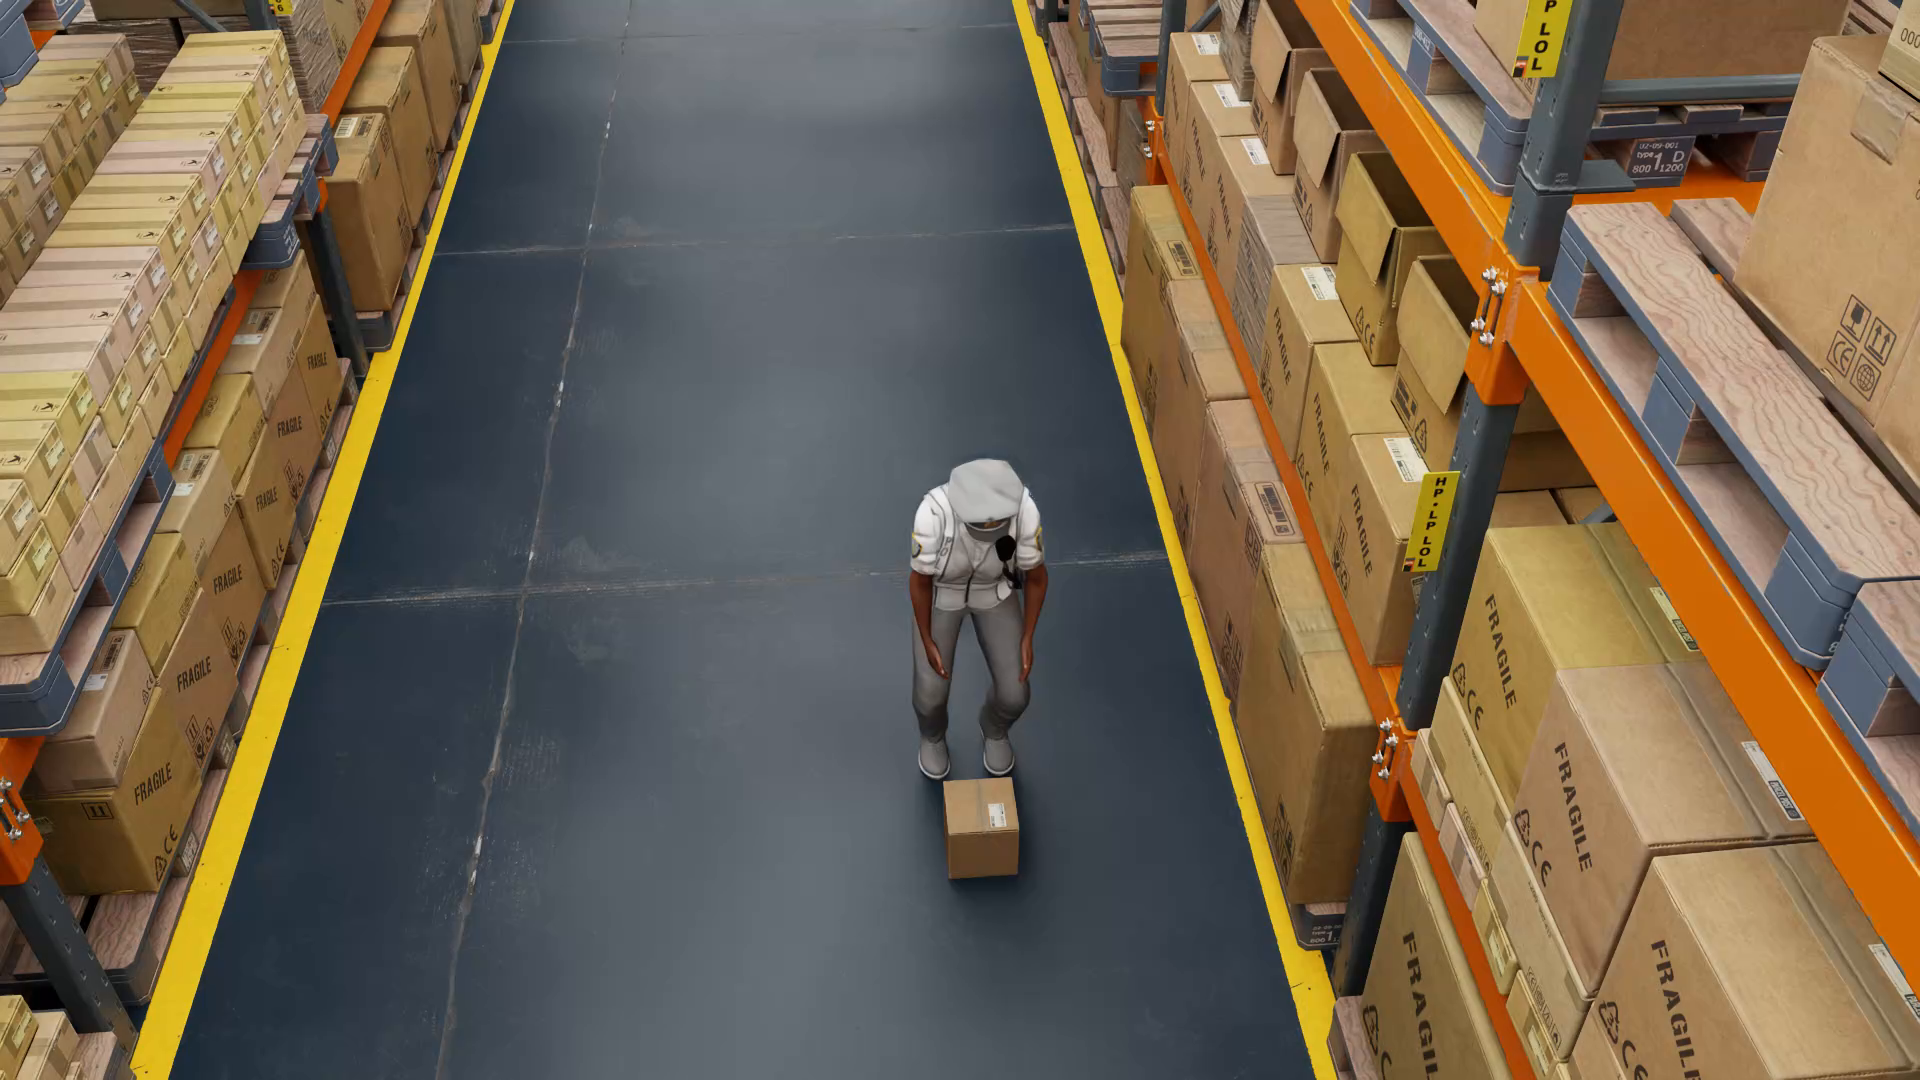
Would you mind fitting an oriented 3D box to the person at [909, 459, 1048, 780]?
[{"bbox_3d":[0.062,0.271,5.957,0.487,1.508,0.607,-3,39,-3],"label":"person"}]
